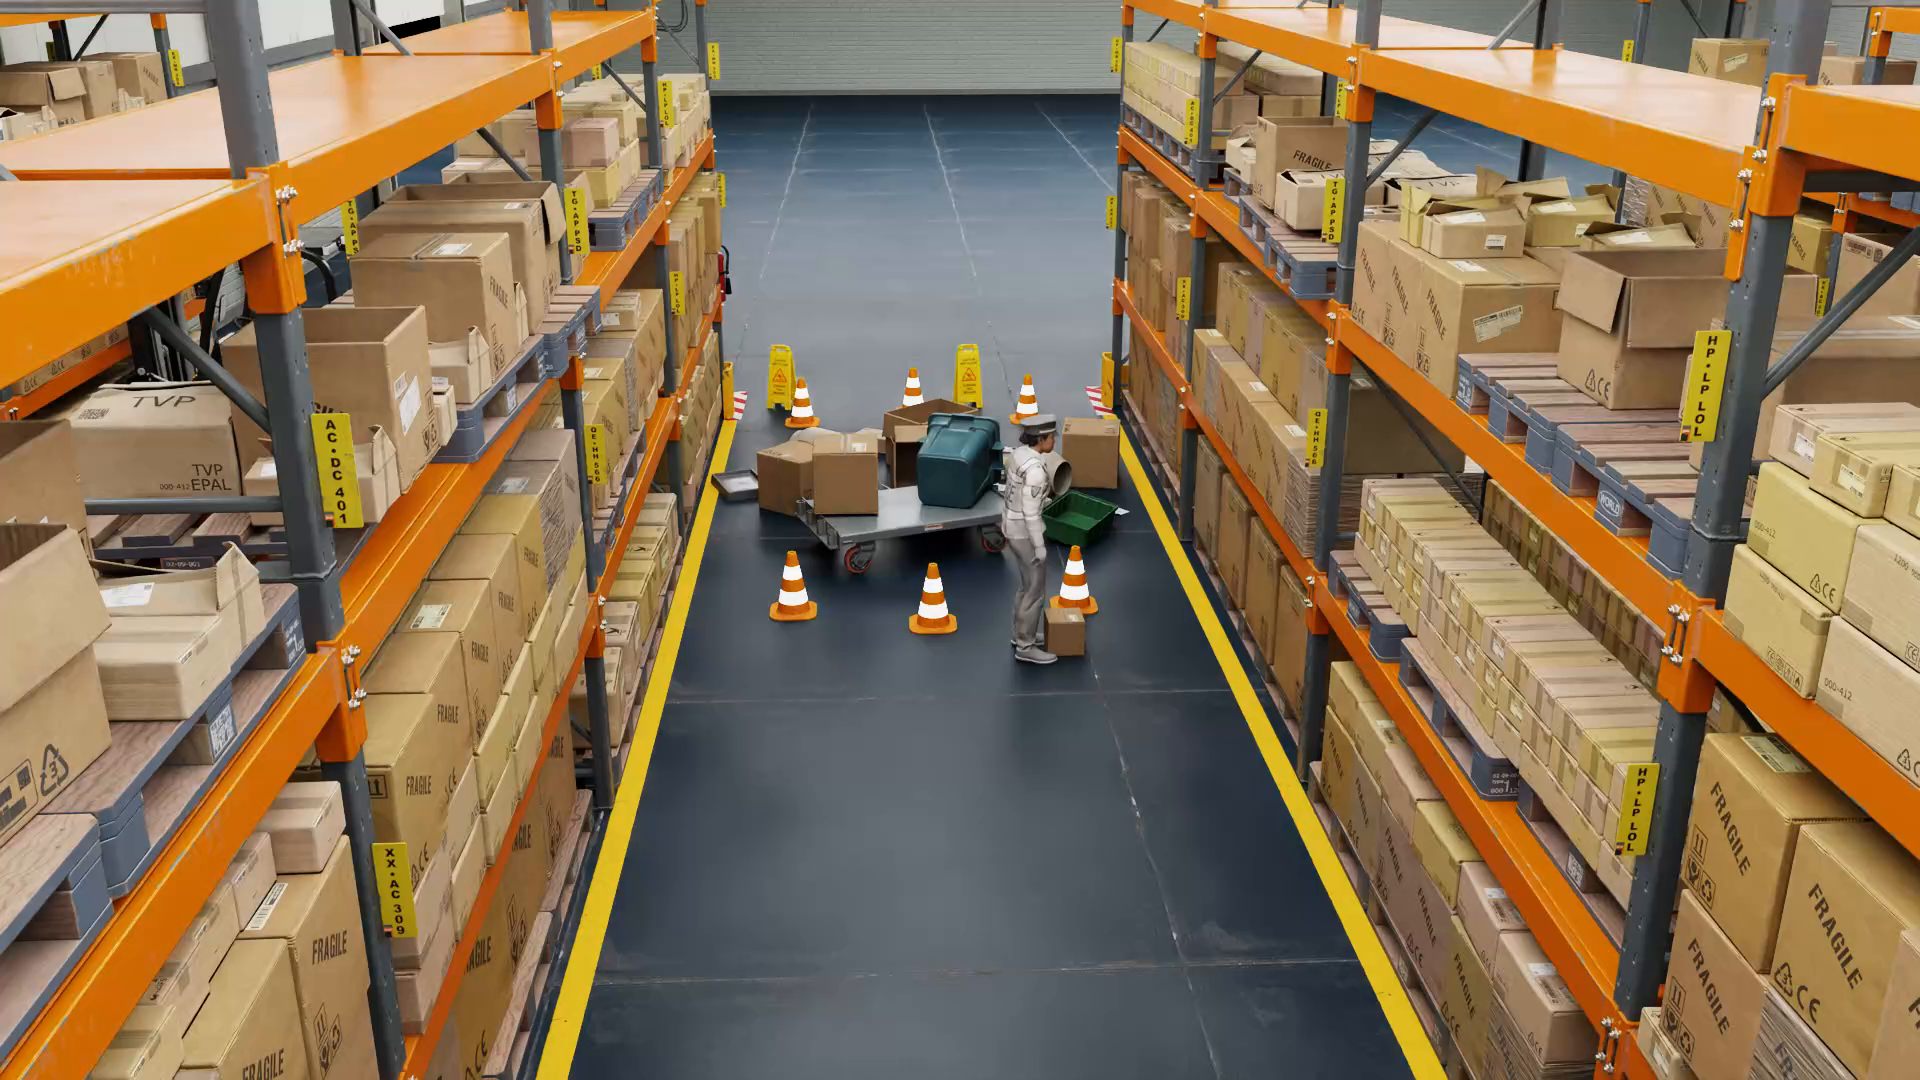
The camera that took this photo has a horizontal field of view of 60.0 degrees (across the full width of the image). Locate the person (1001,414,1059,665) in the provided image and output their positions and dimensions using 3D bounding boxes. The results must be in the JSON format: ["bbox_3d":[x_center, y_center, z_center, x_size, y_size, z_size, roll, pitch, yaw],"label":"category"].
[{"bbox_3d":[0.471,-0.024,11.141,0.374,1.661,0.539,-2,21,-6],"label":"person"}]
